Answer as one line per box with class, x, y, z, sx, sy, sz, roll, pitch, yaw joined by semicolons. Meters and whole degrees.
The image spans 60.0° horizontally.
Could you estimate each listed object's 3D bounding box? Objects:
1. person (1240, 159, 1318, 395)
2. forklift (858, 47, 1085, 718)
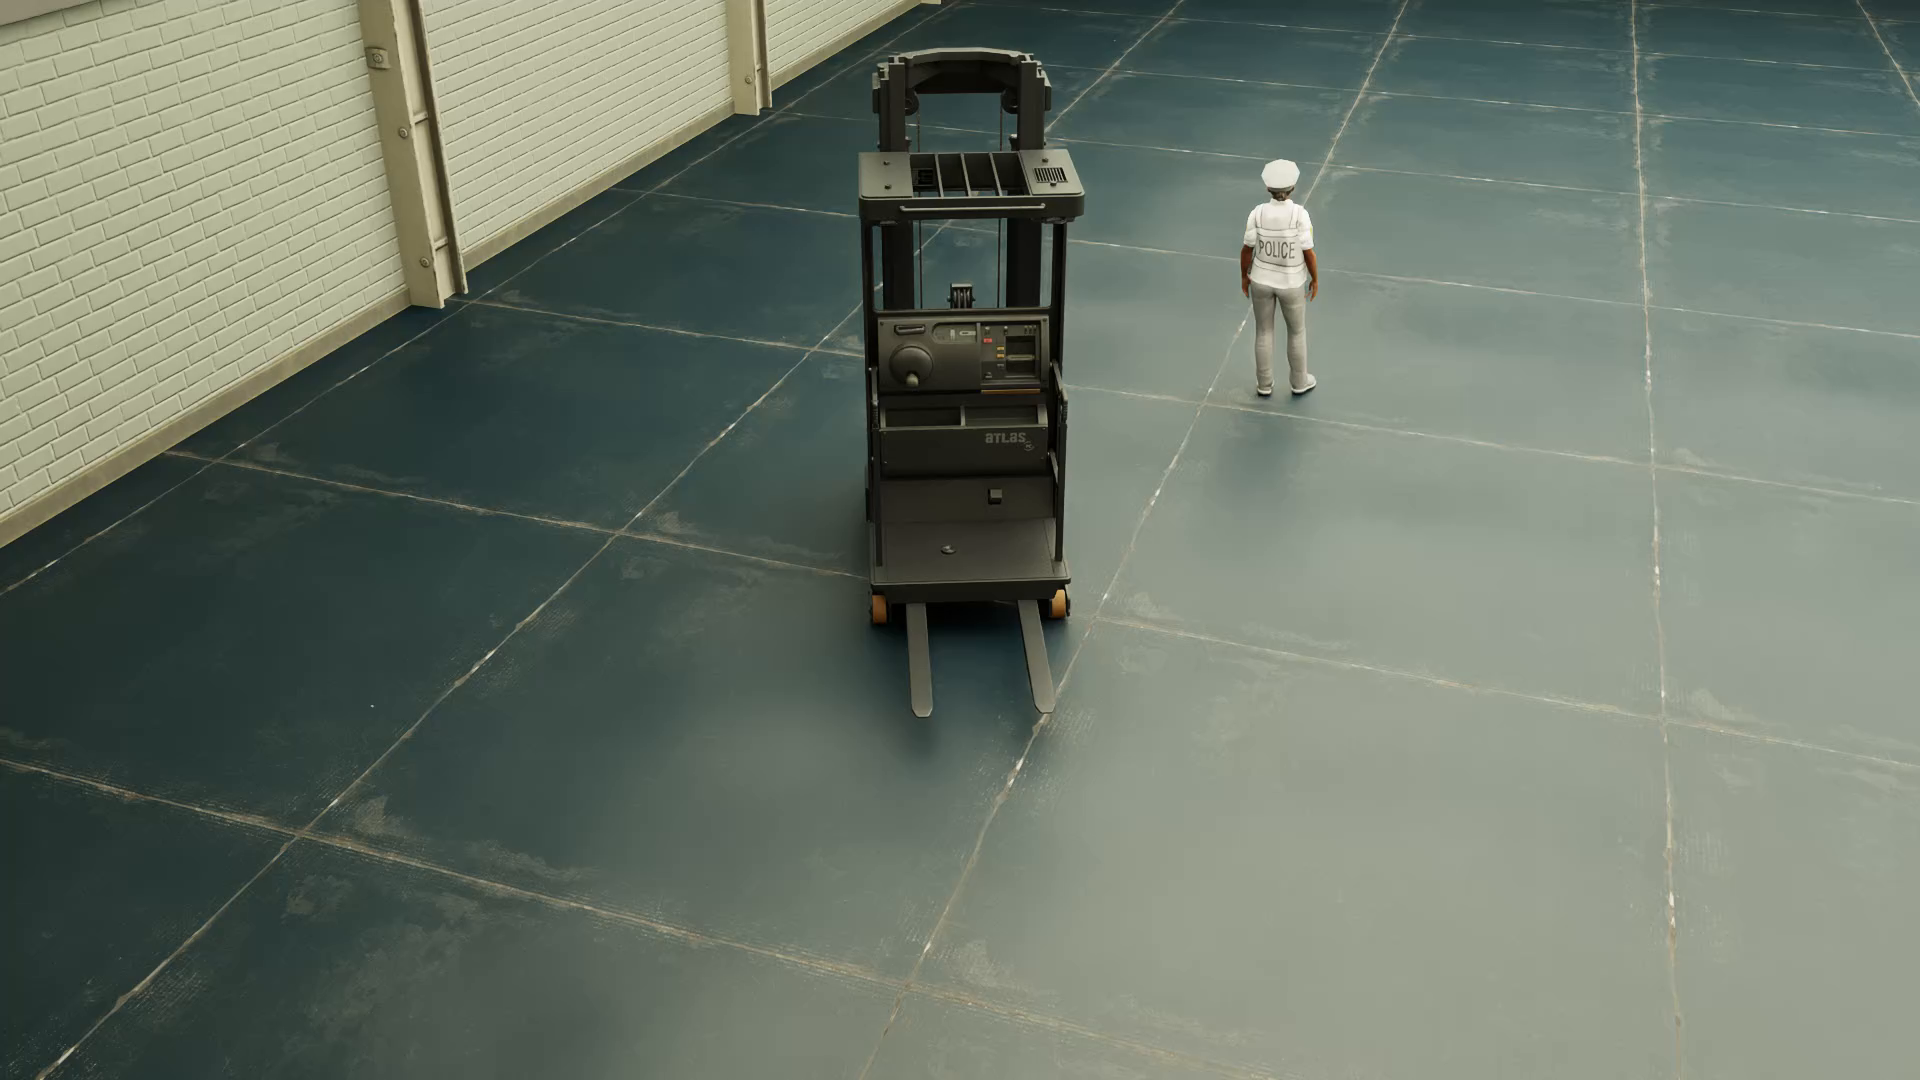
person;2.241;-1.821;11.564;0.570;1.695;0.530;11;32;19
forklift;0.035;-0.972;8.842;1.130;2.935;3.031;-2;30;-3
